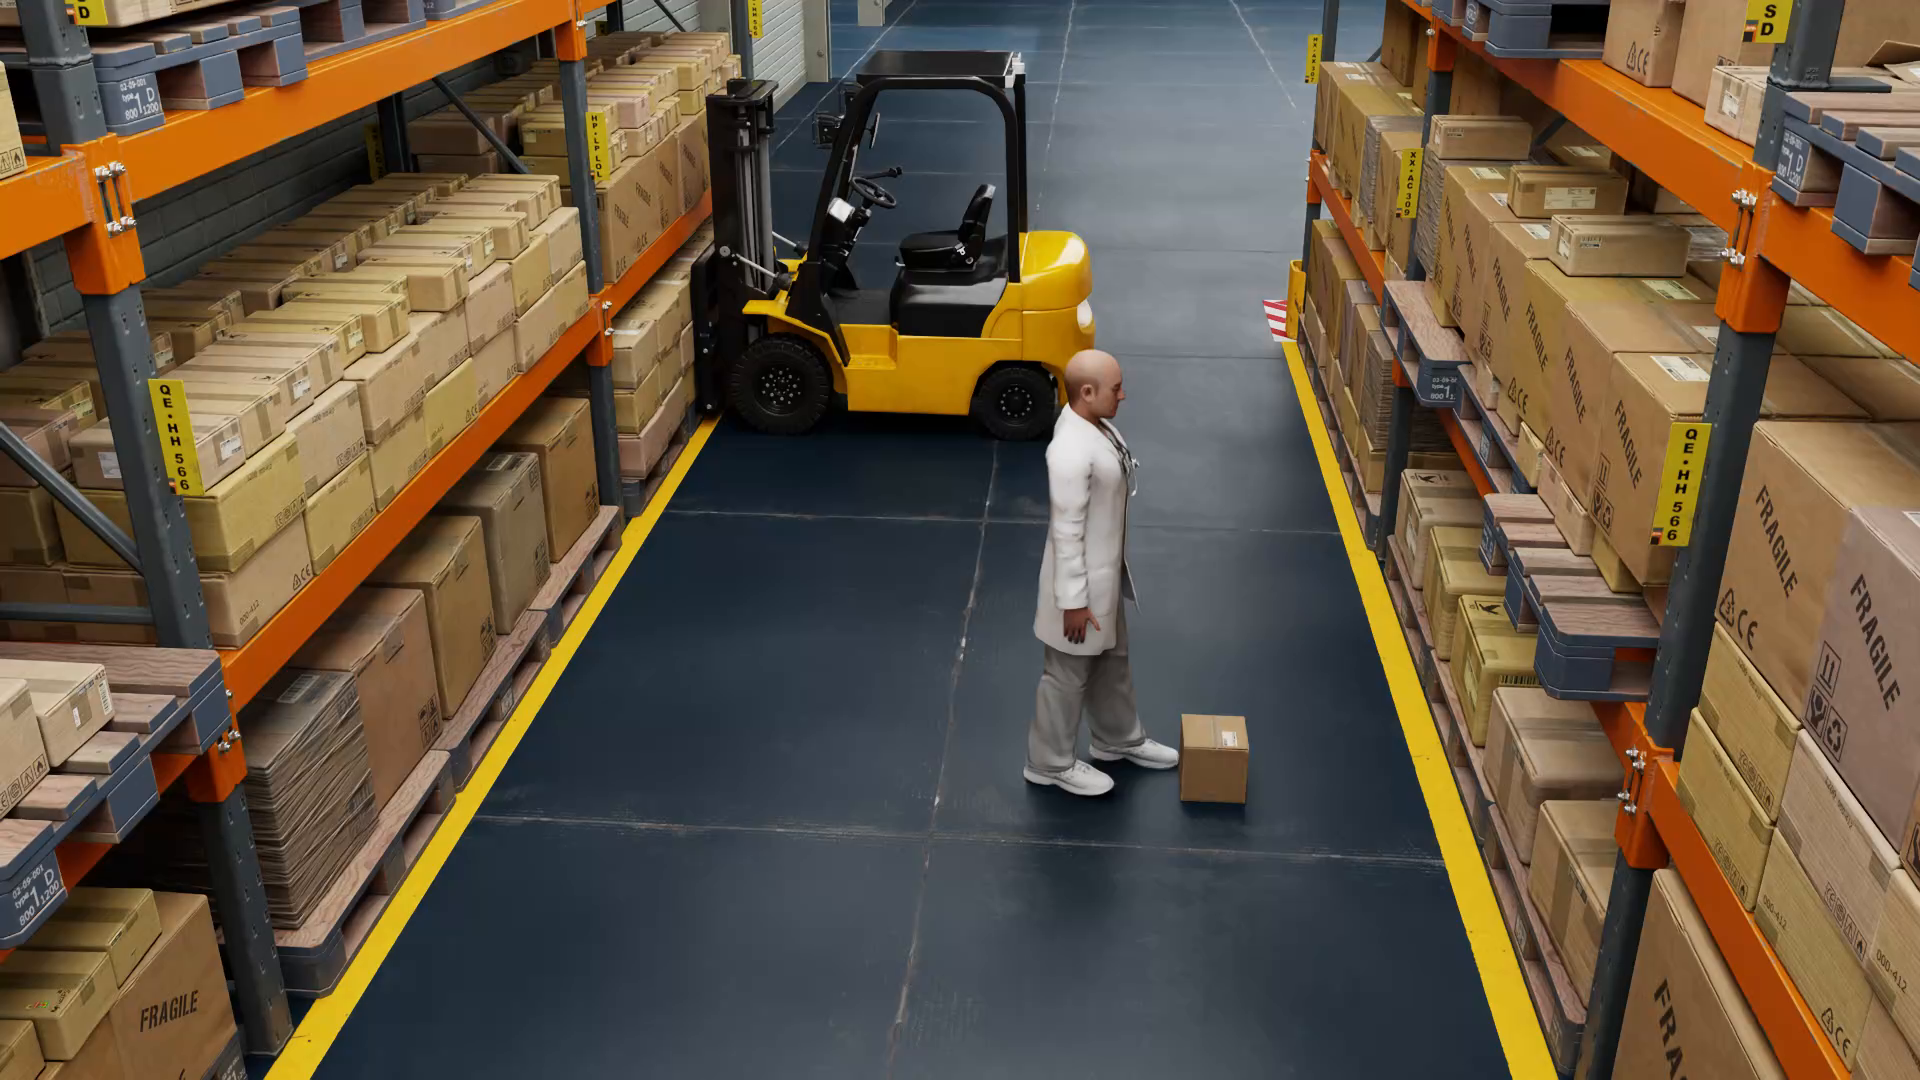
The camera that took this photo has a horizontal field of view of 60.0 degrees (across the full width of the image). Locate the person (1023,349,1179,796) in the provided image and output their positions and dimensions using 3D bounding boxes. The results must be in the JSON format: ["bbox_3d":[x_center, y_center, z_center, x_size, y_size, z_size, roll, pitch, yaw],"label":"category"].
[{"bbox_3d":[0.559,0.153,6.266,0.611,1.785,0.635,5,25,11],"label":"person"}]
